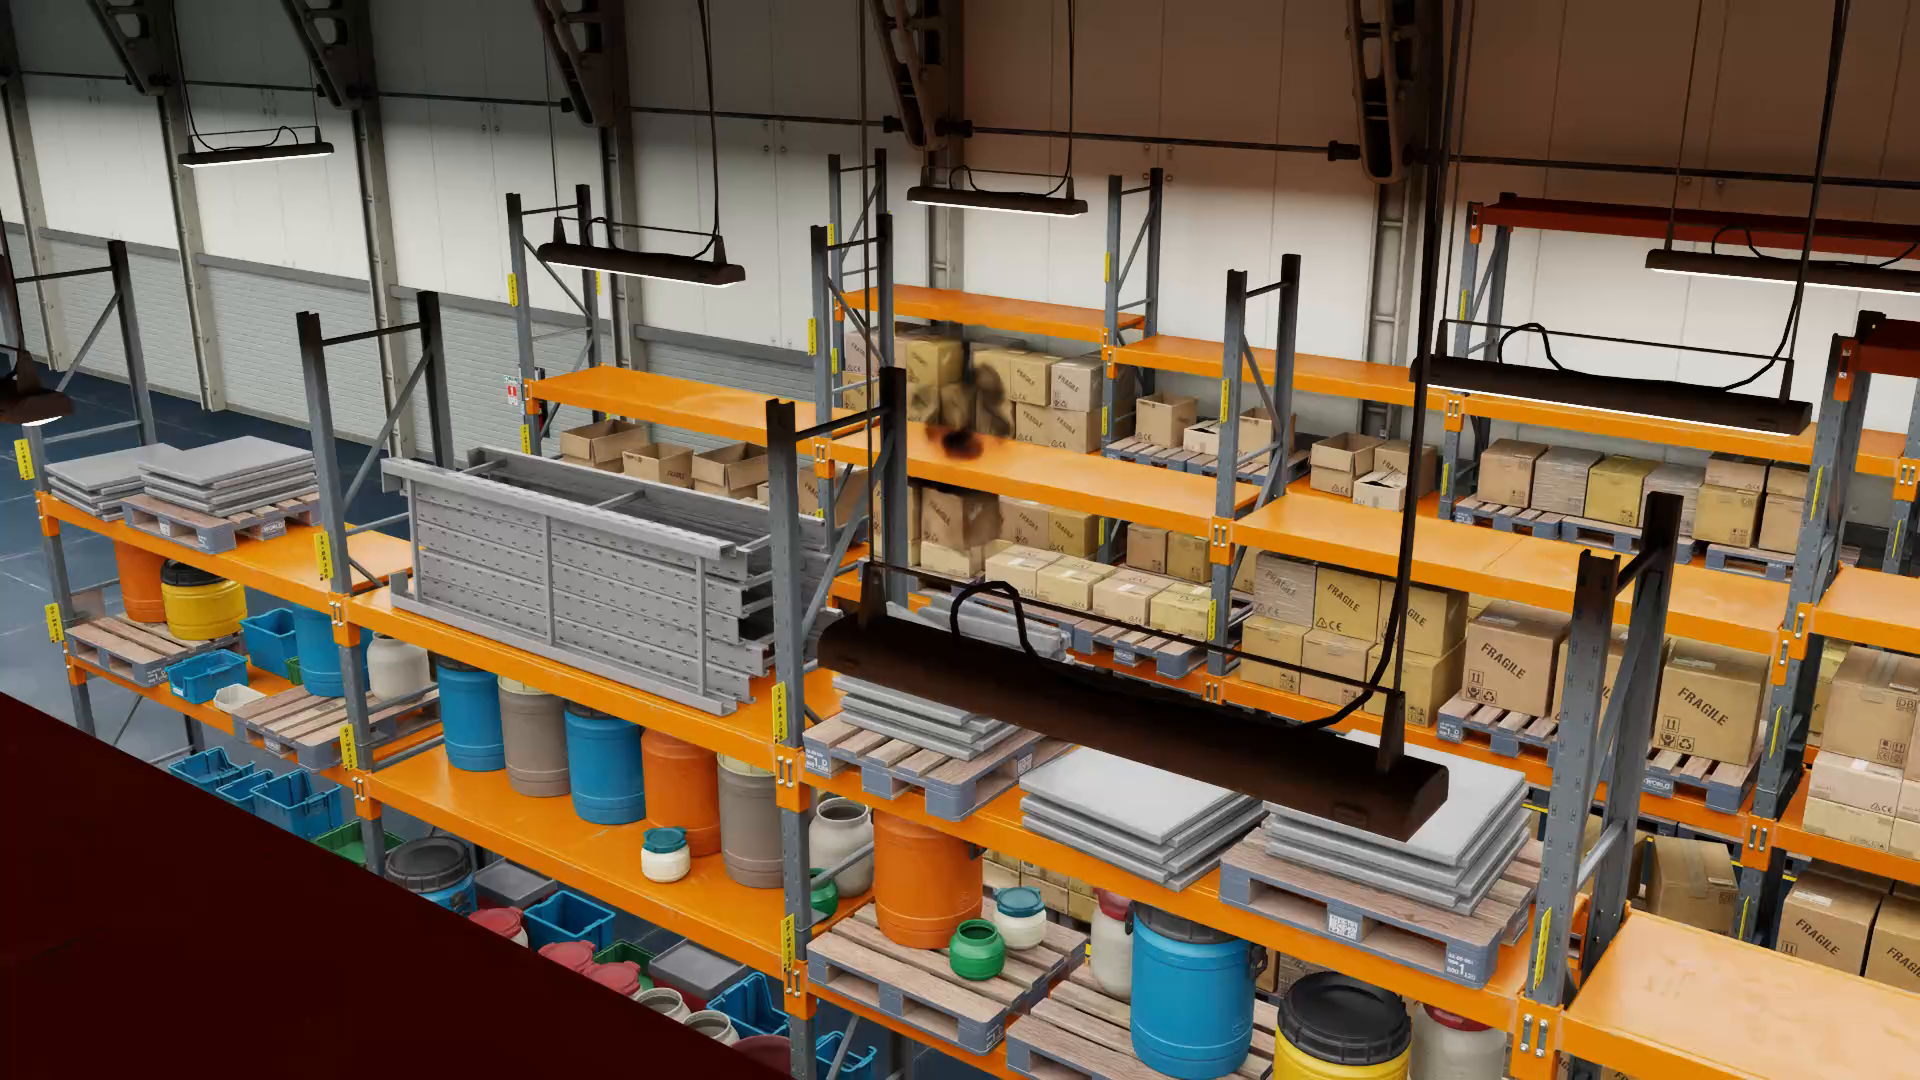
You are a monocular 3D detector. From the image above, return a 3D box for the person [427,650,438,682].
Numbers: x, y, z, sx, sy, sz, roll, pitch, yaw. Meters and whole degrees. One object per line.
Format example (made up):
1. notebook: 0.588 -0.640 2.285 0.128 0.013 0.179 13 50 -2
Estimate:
1. person: -6.142 1.118 19.004 0.870 1.839 0.700 -9 20 -24
